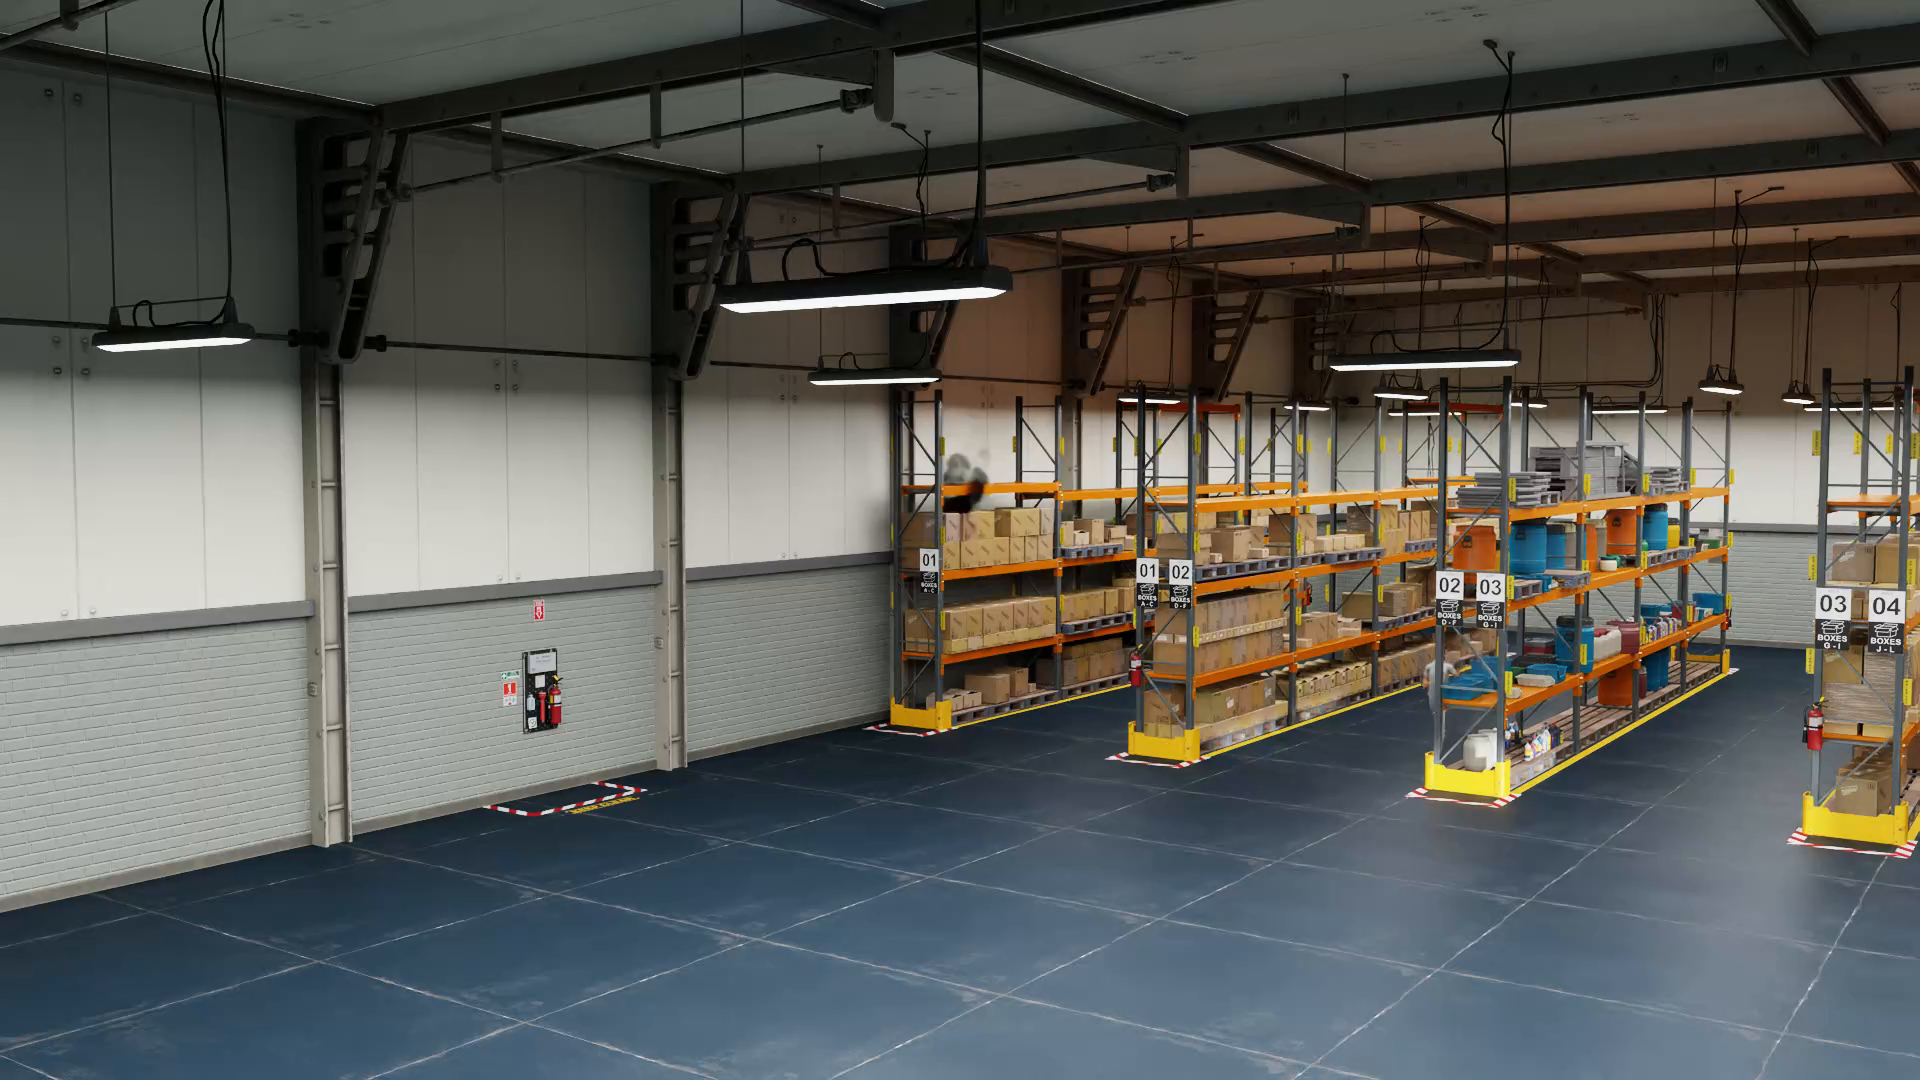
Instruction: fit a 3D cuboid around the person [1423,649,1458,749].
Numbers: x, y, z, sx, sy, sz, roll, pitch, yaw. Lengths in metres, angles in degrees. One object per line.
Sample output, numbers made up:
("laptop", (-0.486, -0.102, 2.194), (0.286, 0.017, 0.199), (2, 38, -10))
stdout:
("person", (8.004, 2.609, 27.728), (0.550, 1.656, 0.926), (2, 4, 30))
